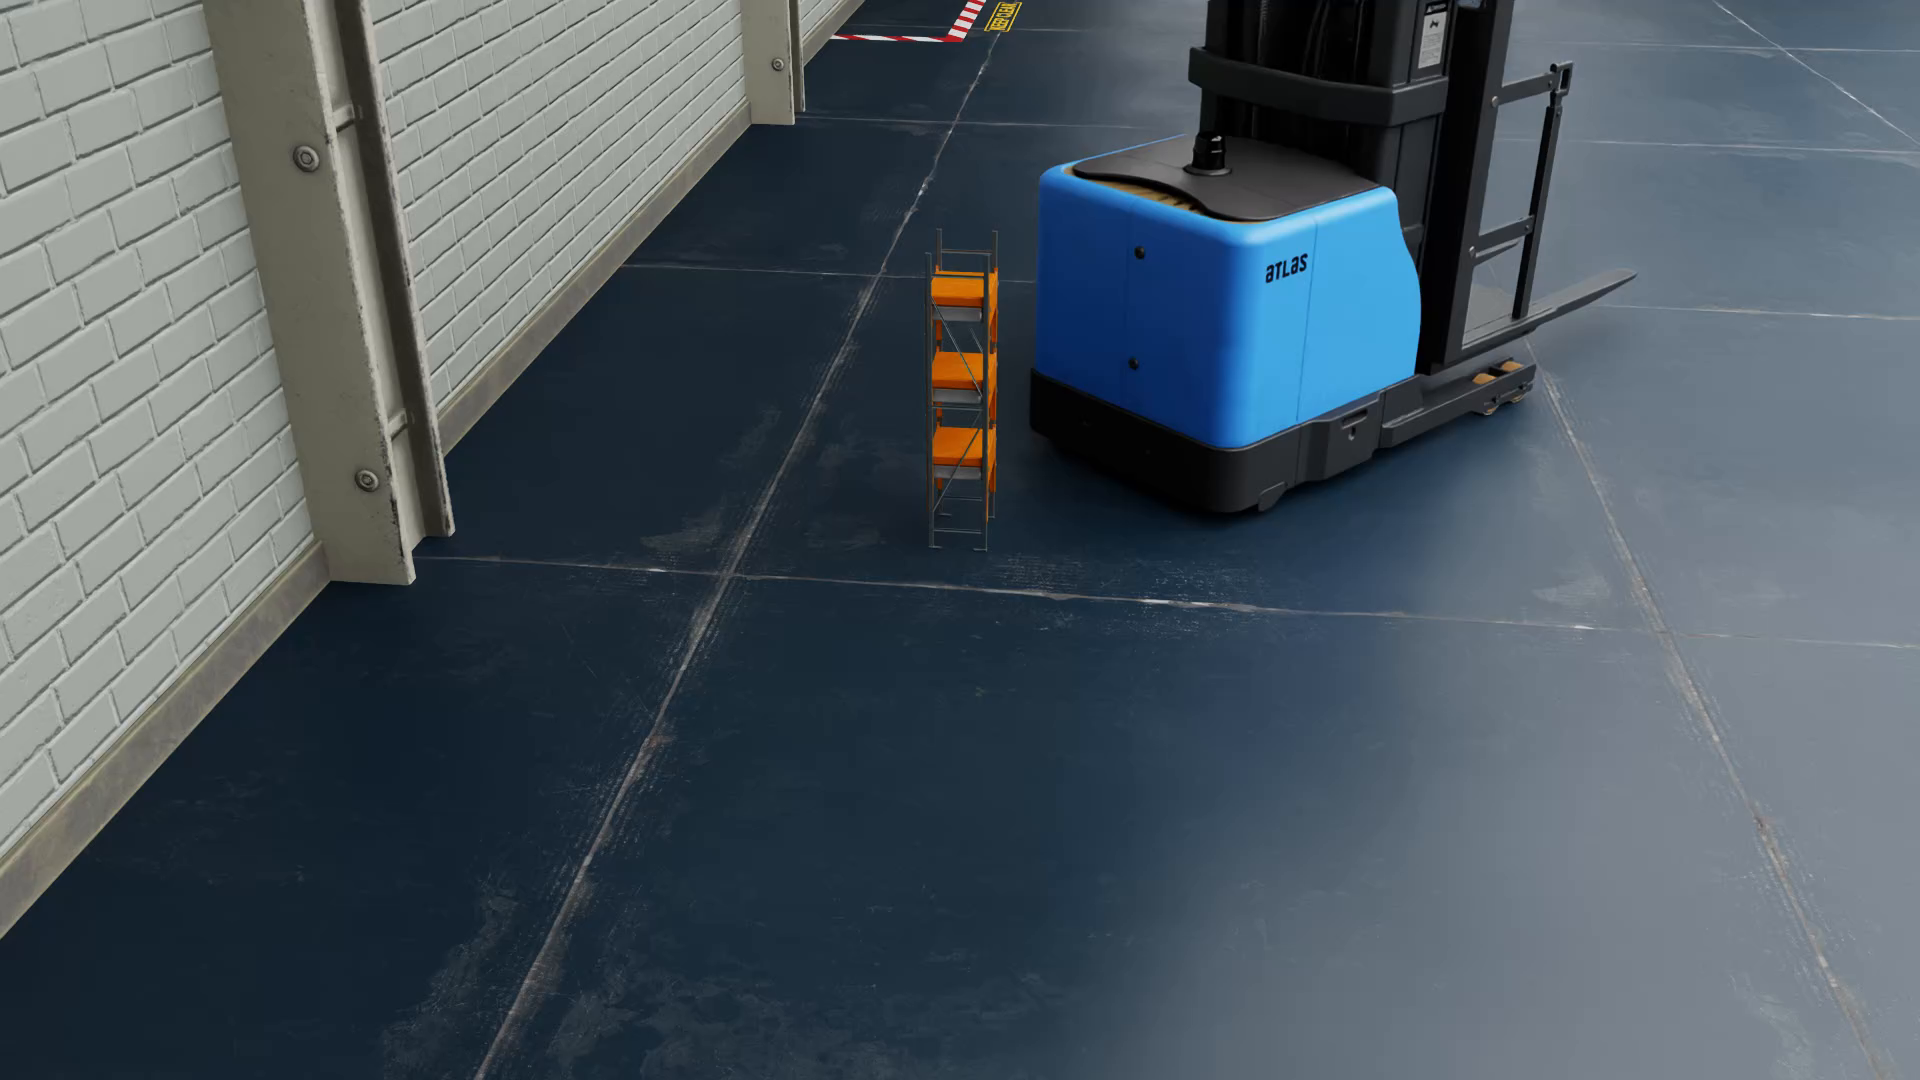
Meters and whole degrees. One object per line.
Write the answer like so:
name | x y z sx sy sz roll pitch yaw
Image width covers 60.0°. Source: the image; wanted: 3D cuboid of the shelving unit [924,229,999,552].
shelving unit | 0.007 -0.487 5.548 0.215 1.050 0.252 3 28 6

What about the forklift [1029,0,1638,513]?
forklift | 1.712 -1.959 6.295 3.031 2.935 1.130 -22 35 -35

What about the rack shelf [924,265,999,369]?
rack shelf | 0.007 -0.728 5.418 0.215 0.259 0.240 3 28 6

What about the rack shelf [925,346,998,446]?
rack shelf | 0.007 -0.478 5.553 0.215 0.259 0.240 3 28 6

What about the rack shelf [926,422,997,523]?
rack shelf | 0.007 -0.233 5.685 0.215 0.259 0.240 3 28 6

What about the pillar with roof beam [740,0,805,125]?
pillar with roof beam | 3.067 -6.489 8.307 9.100 9.000 0.400 3 28 6

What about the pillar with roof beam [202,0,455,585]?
pillar with roof beam | 2.332 -3.665 3.065 9.100 9.000 0.400 3 28 6

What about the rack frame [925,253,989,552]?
rack frame | -0.008 -0.430 5.441 0.200 1.050 0.008 3 28 6

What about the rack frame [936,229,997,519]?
rack frame | 0.022 -0.545 5.654 0.200 1.050 0.008 3 28 6
